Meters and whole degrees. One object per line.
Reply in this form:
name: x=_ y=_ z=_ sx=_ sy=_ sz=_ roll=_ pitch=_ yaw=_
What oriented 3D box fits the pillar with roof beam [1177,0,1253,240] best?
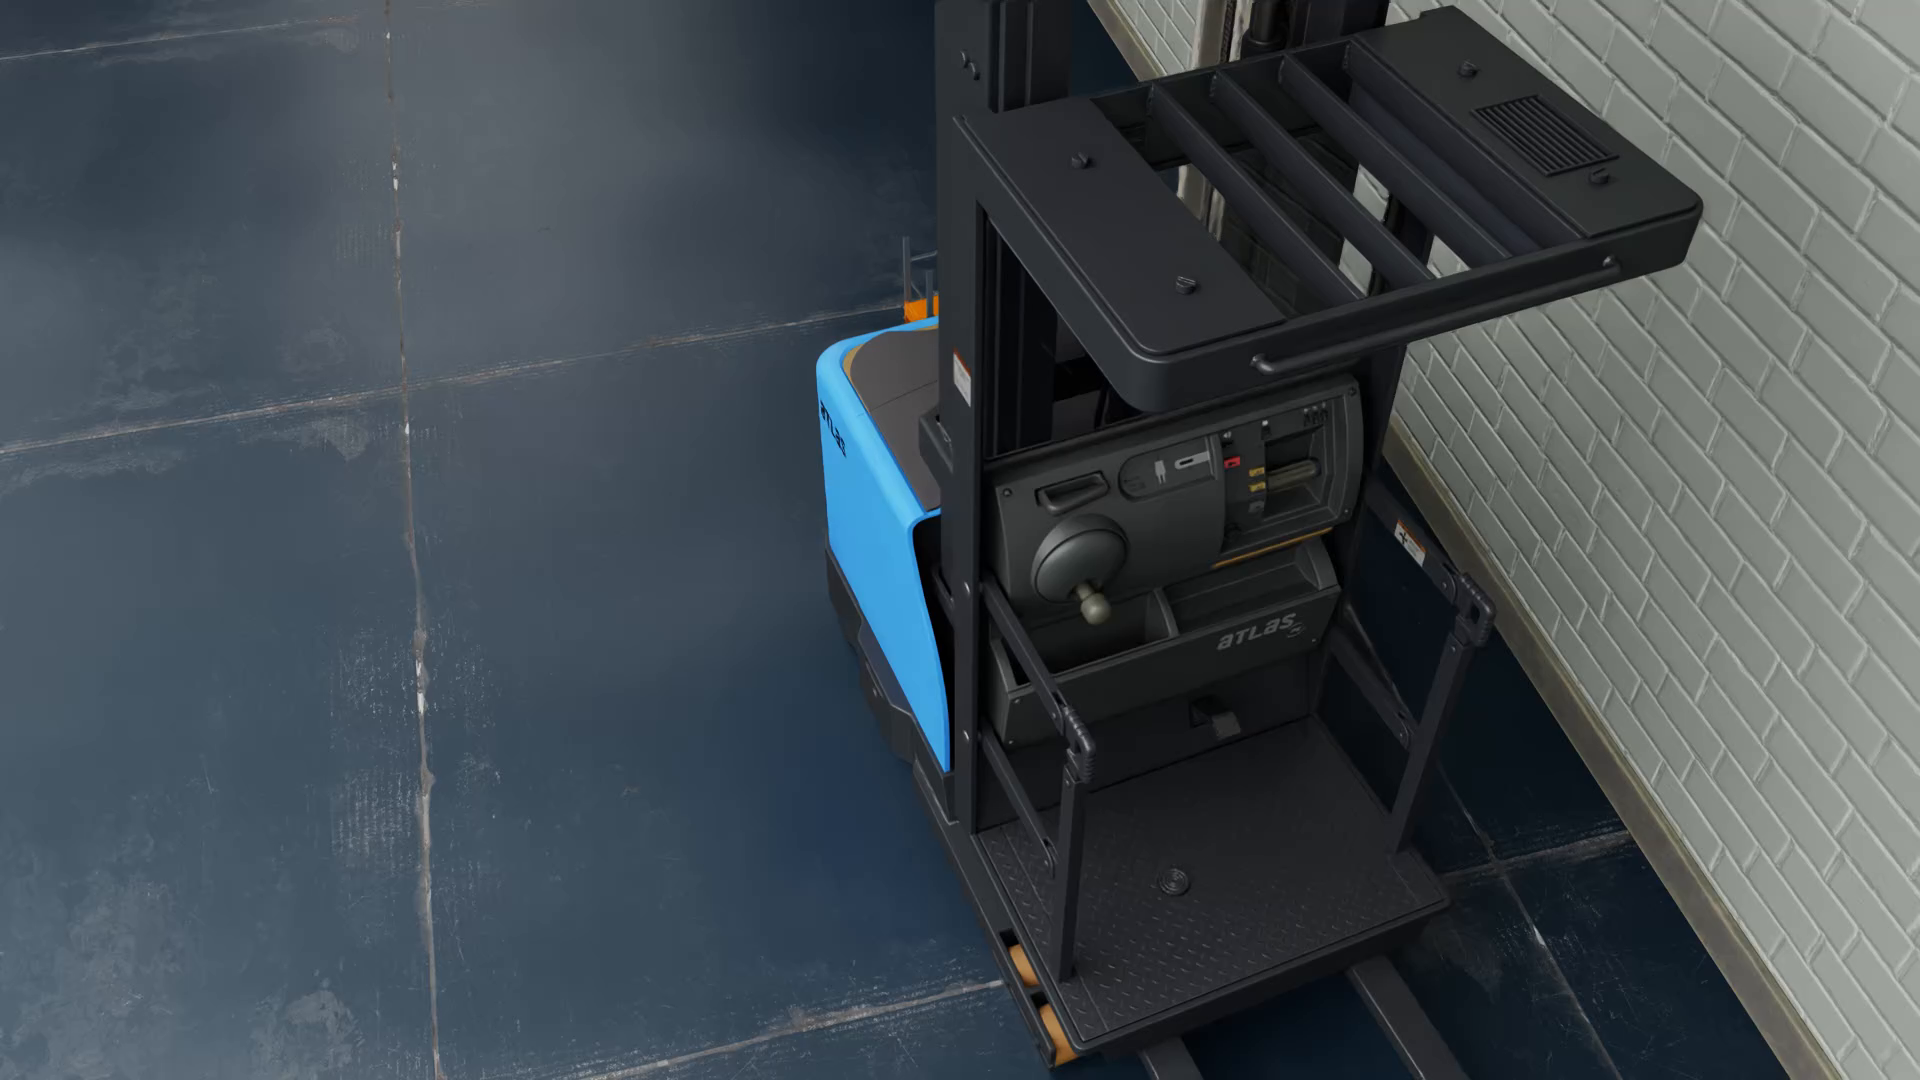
pillar with roof beam: x=-3.067 y=-3.552 z=2.930 sx=9.100 sy=9.000 sz=0.400 roll=-11 pitch=47 yaw=-10

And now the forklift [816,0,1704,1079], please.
forklift: x=0.603 y=0.003 z=3.694 sx=1.130 sy=2.935 sz=3.031 roll=-17 pitch=48 yaw=-16

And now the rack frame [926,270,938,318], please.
rack frame: x=0.012 y=-0.391 z=5.294 sx=0.240 sy=1.200 sz=0.006 roll=-17 pitch=48 yaw=-16

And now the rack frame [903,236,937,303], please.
rack frame: x=-0.059 y=-0.512 z=5.412 sx=0.240 sy=1.200 sz=0.006 roll=-17 pitch=48 yaw=-16

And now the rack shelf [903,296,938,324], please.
rack shelf: x=-0.023 y=-0.673 z=5.127 sx=0.258 sy=0.103 sz=0.180 roll=-17 pitch=48 yaw=-16

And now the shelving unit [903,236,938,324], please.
shelving unit: x=-0.023 y=-0.452 z=5.353 sx=0.258 sy=1.200 sz=0.189 roll=-17 pitch=48 yaw=-16
